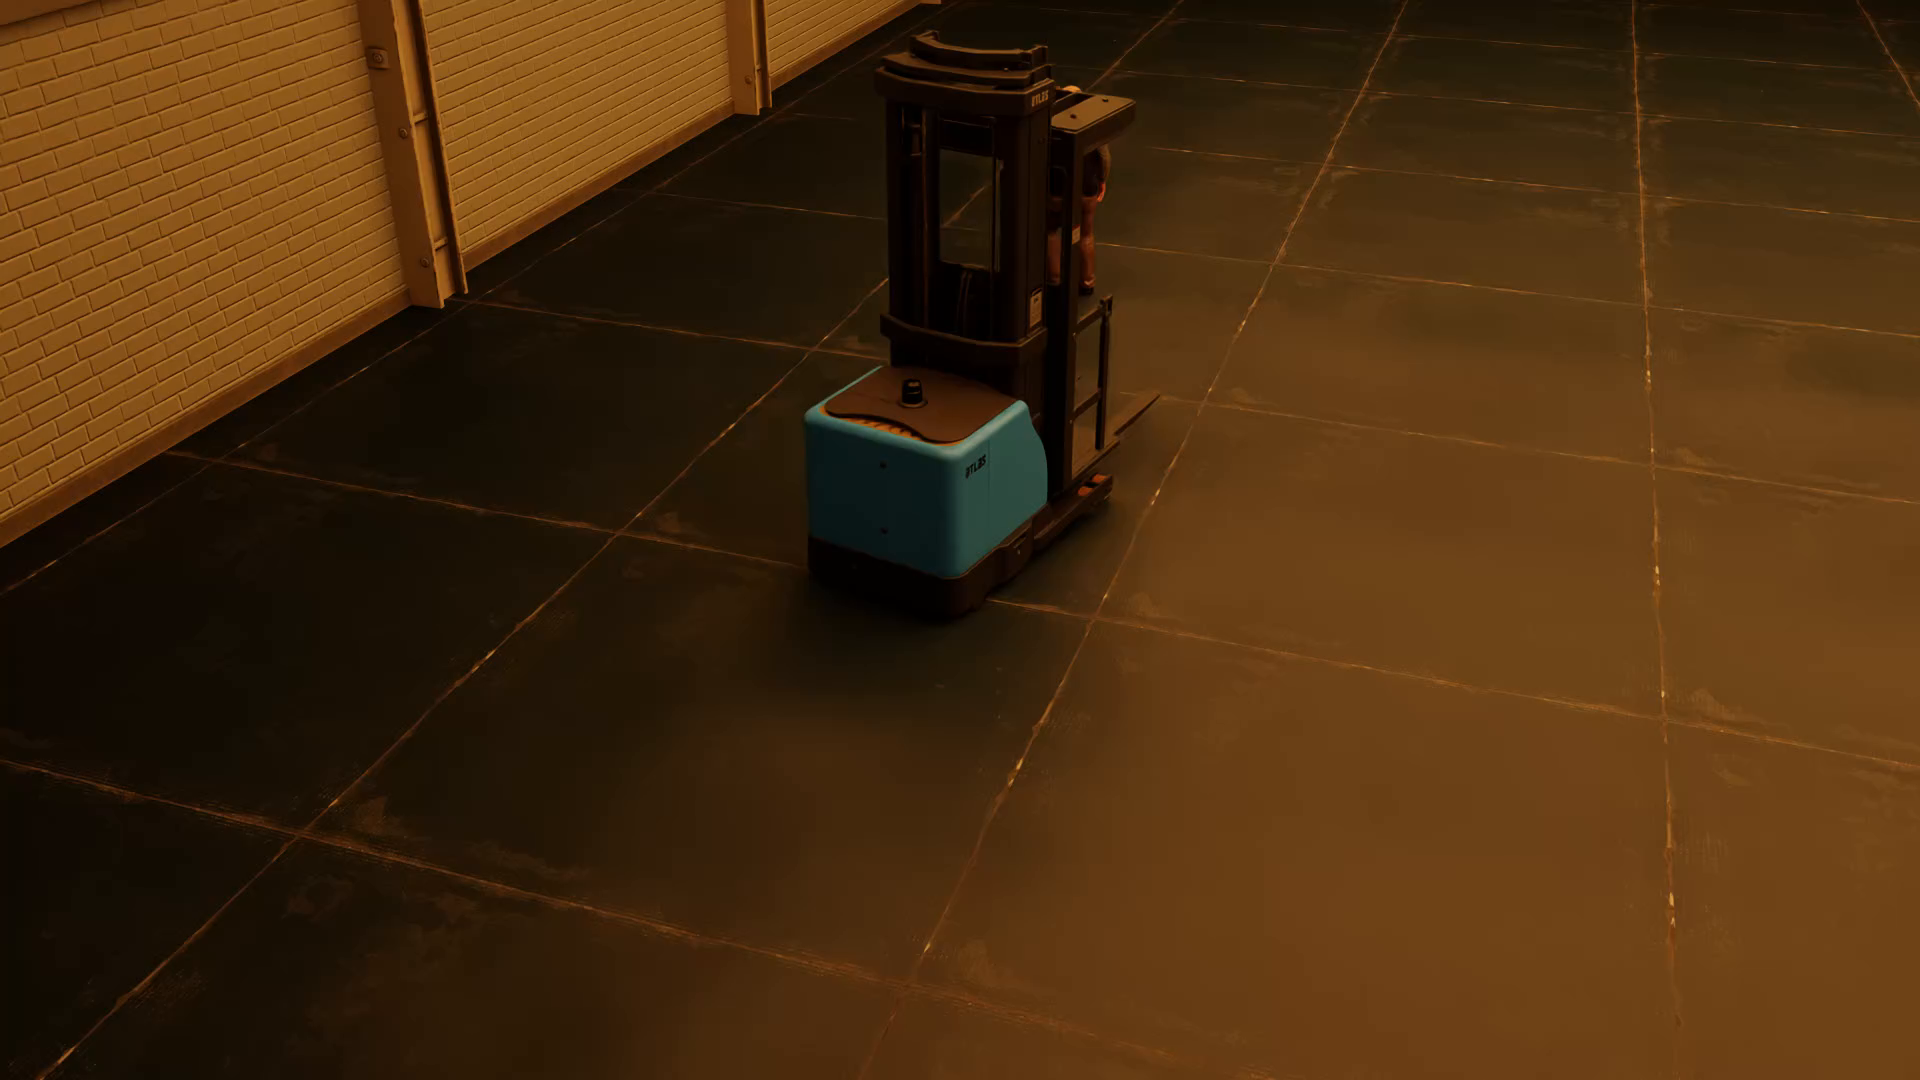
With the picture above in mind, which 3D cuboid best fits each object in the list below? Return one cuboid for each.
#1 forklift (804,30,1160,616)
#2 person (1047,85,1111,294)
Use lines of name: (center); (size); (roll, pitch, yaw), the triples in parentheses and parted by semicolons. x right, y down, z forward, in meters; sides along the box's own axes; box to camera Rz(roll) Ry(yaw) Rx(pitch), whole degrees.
forklift: (0.311, -1.547, 9.851); (1.130, 2.935, 3.031); (17, 34, 27)
person: (0.871, -2.768, 13.213); (0.616, 1.722, 0.491); (-6, 30, -11)
